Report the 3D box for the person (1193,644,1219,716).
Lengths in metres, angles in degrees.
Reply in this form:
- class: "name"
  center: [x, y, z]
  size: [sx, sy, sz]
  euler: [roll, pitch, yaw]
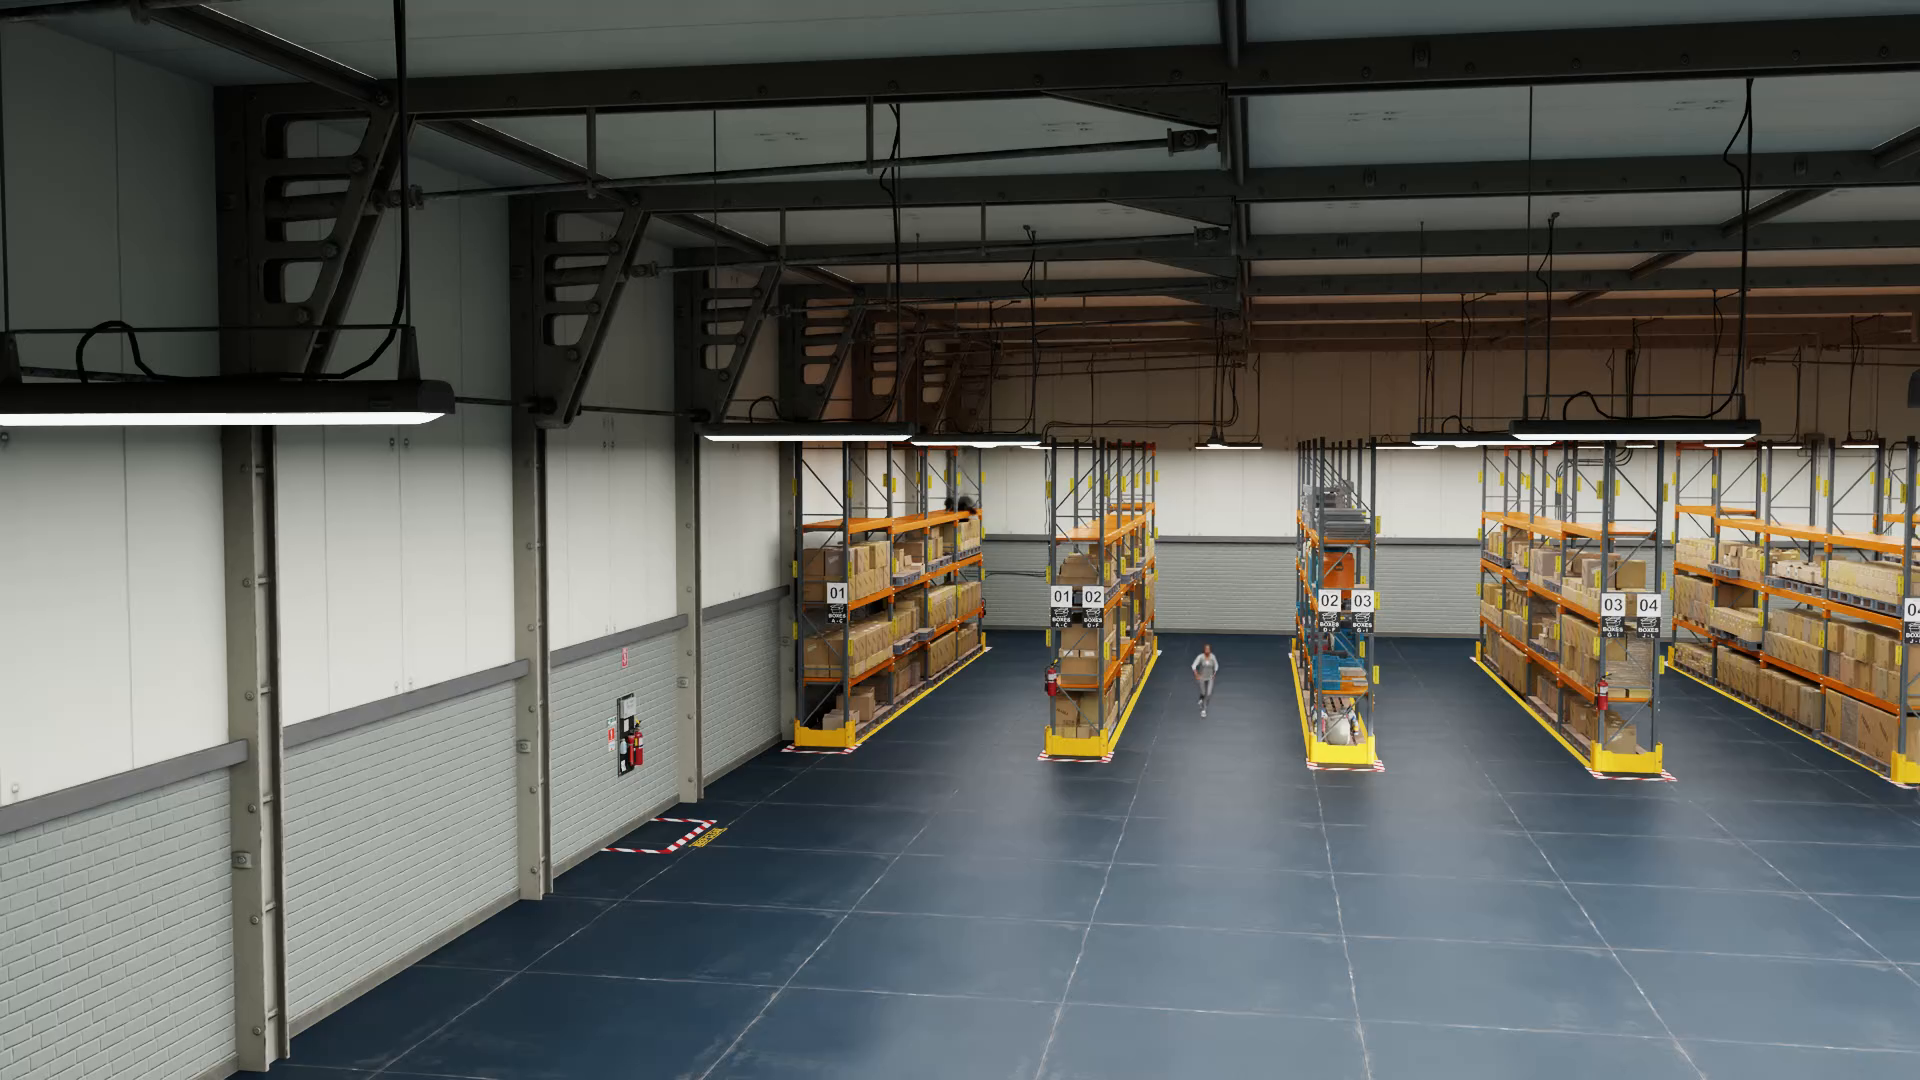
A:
- class: "person"
  center: [5.347, 3.041, 36.162]
  size: [0.552, 1.558, 0.533]
  euler: [0, 3, -2]
